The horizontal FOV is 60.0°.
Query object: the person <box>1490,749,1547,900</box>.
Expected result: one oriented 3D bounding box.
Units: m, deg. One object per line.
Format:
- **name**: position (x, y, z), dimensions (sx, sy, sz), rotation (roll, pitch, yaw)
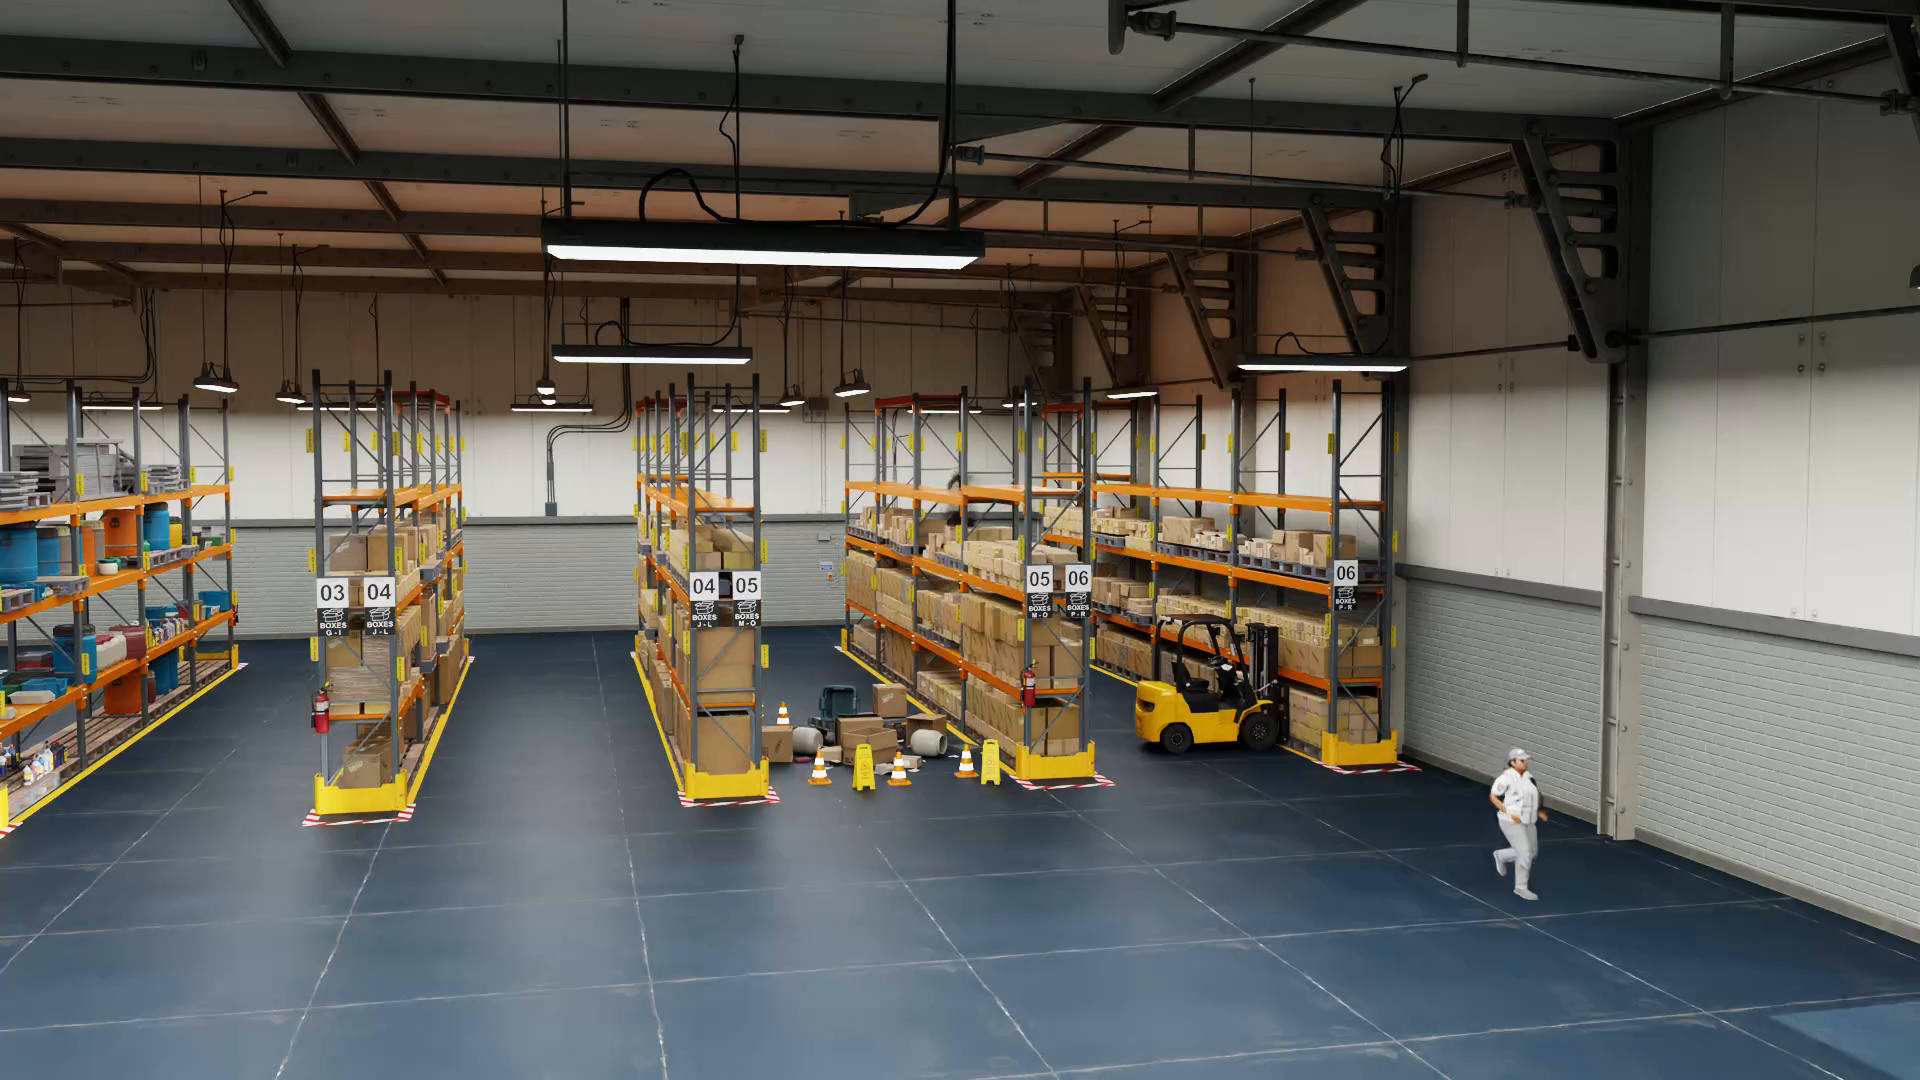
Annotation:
- **person**: position (6.169, 3.133, 18.518), dimensions (0.608, 1.641, 0.670), rotation (-2, 4, -33)
